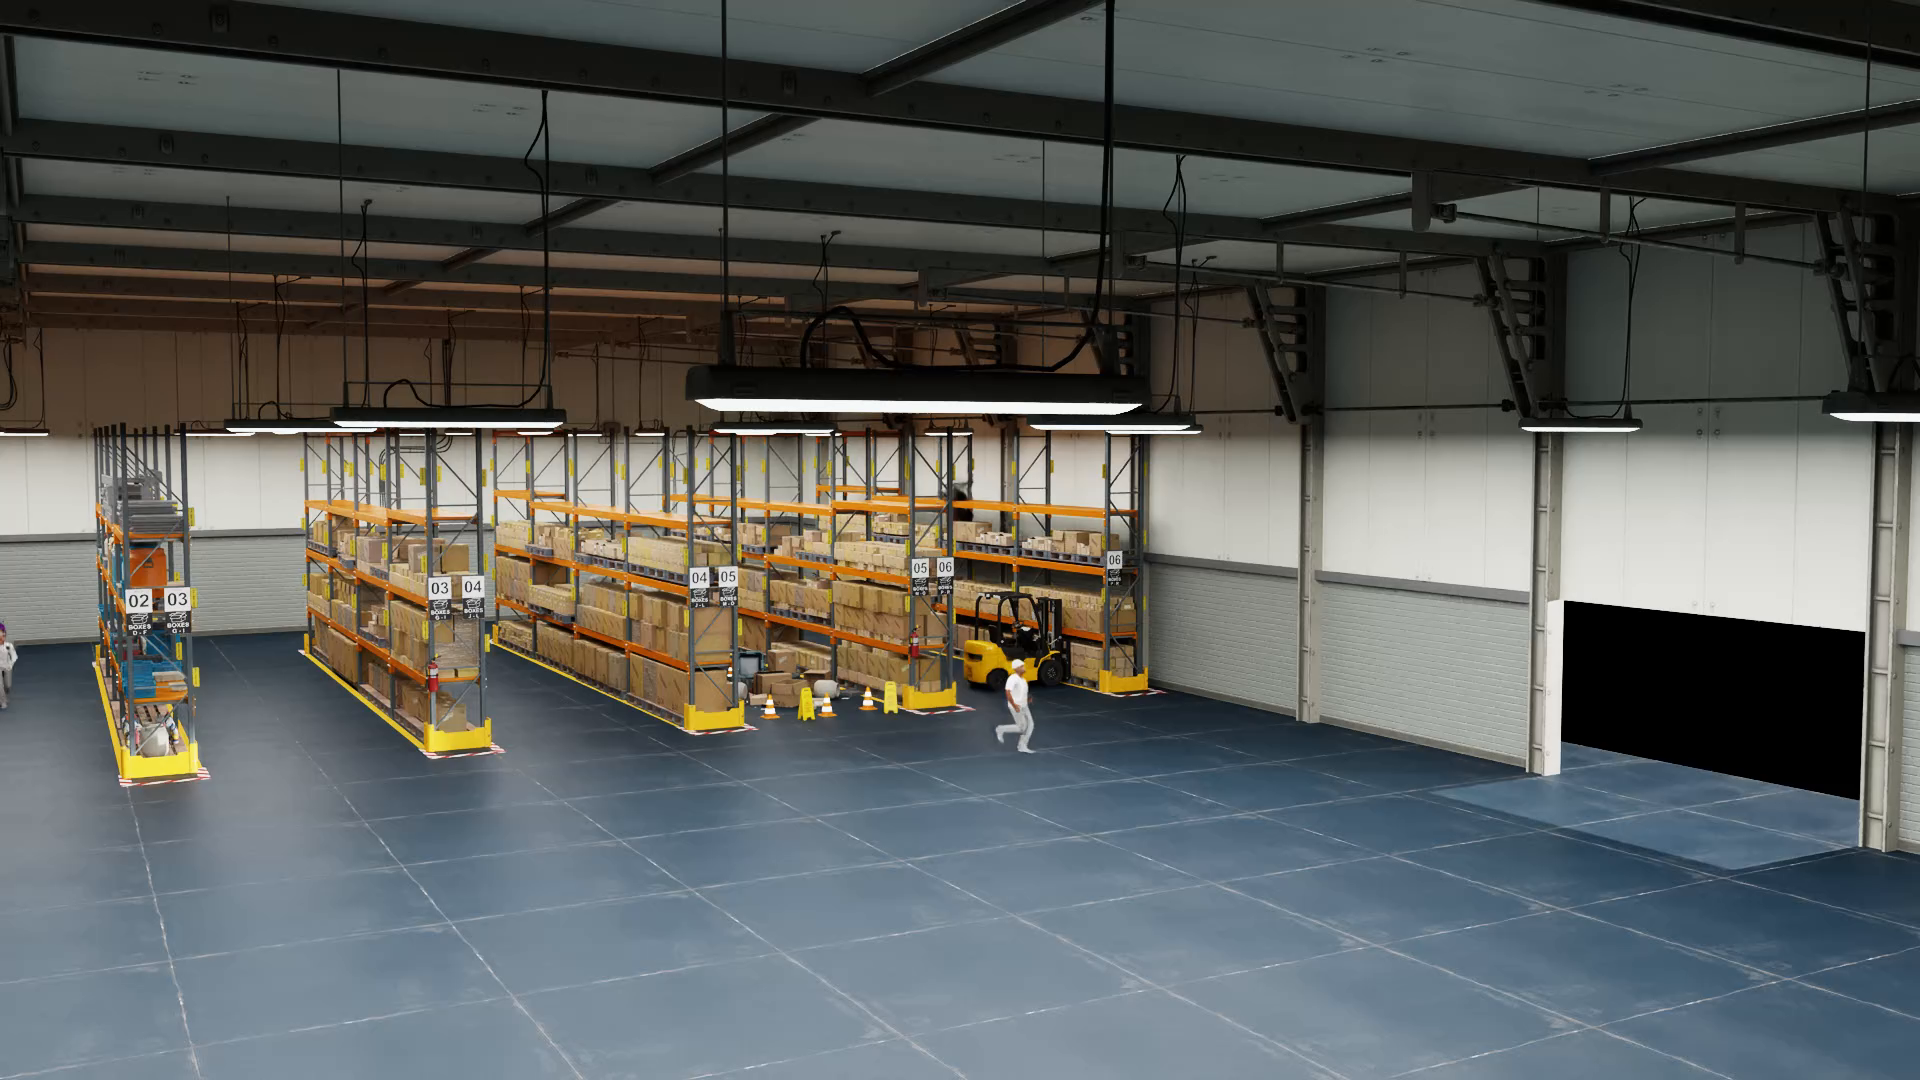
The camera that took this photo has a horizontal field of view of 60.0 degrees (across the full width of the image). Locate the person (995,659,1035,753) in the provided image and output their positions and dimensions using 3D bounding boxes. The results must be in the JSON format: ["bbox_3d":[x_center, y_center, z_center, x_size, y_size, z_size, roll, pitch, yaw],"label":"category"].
[{"bbox_3d":[1.024,3.036,30.412,0.702,1.713,0.701,1,4,22],"label":"person"}]

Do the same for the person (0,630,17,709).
[{"bbox_3d":[-20.505,2.741,35.555,0.628,1.673,0.587,-3,4,-36],"label":"person"}]

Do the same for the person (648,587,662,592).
[{"bbox_3d":[-9.192,1.799,50.543,0.649,1.791,0.714,-1,4,-17],"label":"person"}]

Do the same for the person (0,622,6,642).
[{"bbox_3d":[-22.270,2.523,38.237,0.681,1.824,0.830,-3,4,-39],"label":"person"}]

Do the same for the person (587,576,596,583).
[{"bbox_3d":[-10.892,1.893,49.500,0.837,1.644,0.610,-3,4,-40],"label":"person"}]
